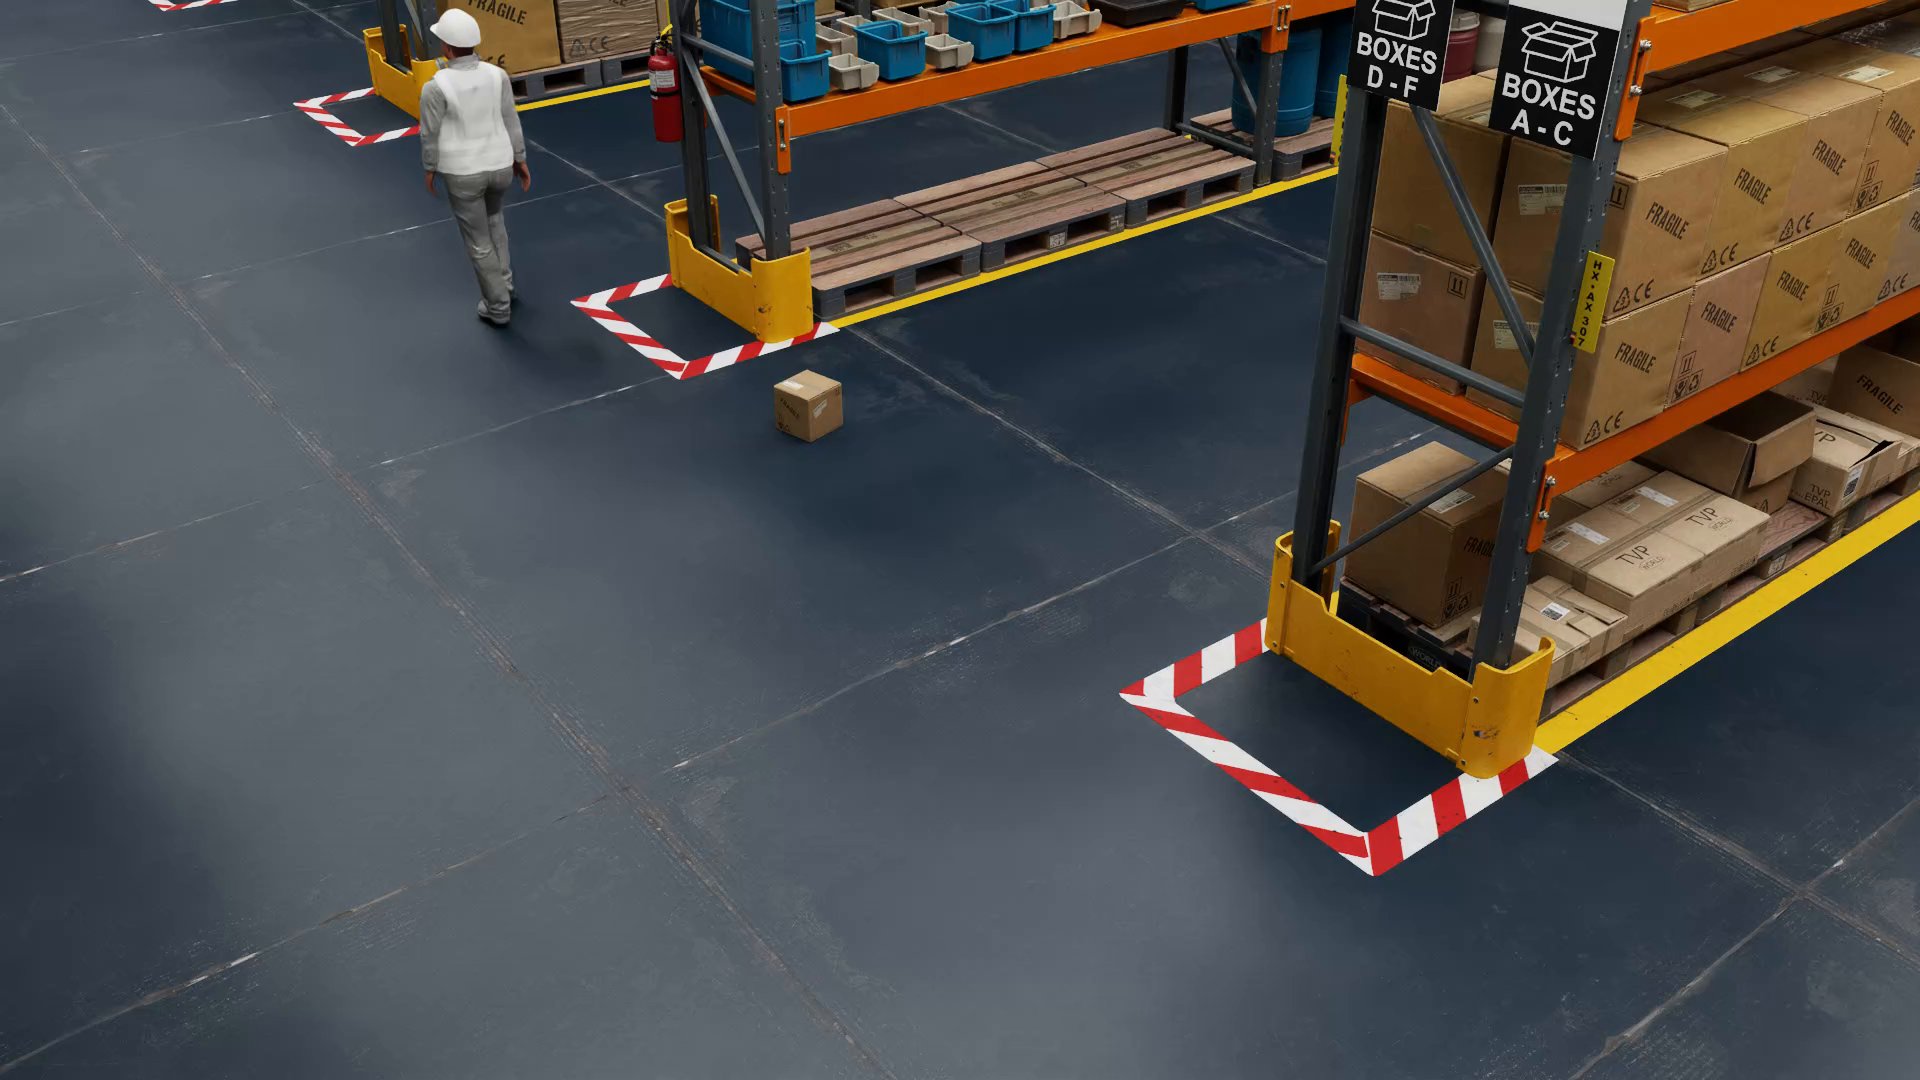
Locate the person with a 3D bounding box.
[{"bbox_3d":[-2.776,-2.105,9.505,0.566,1.831,0.534,-26,40,-35],"label":"person"}]
